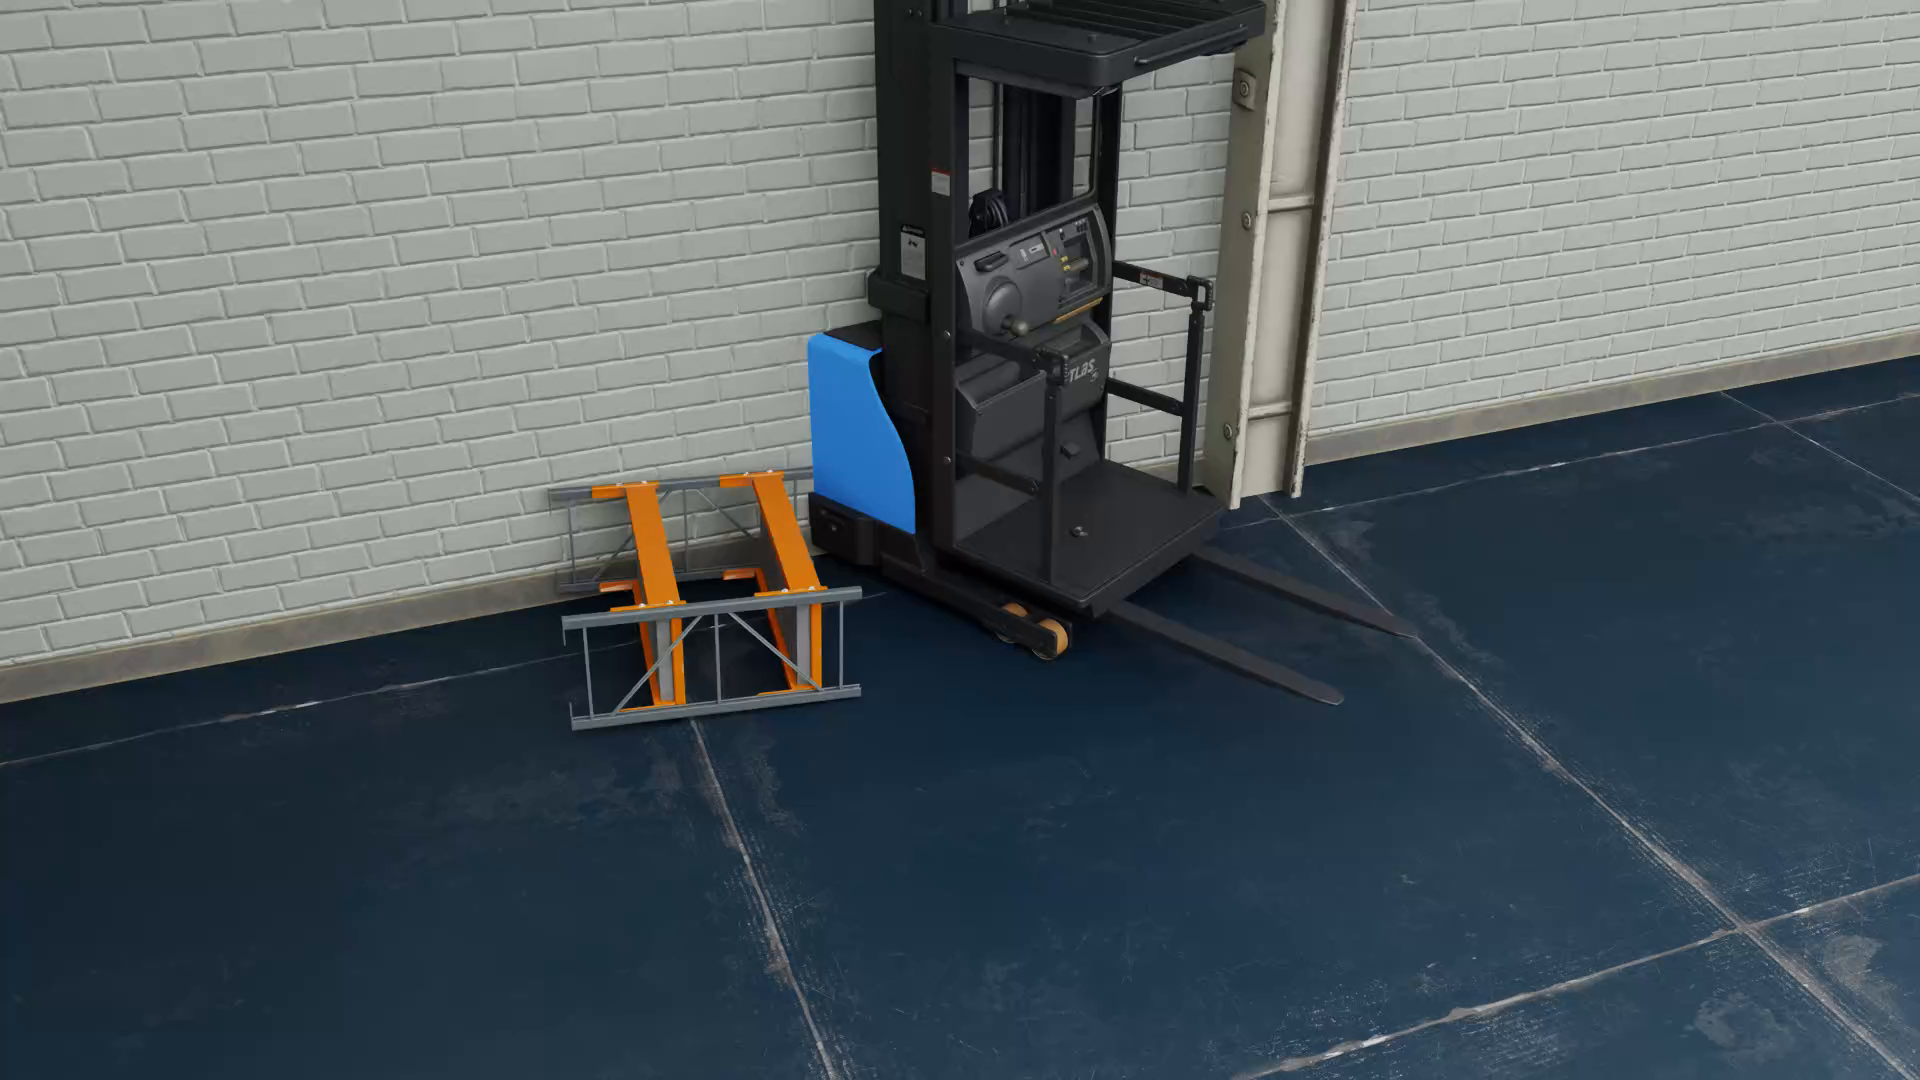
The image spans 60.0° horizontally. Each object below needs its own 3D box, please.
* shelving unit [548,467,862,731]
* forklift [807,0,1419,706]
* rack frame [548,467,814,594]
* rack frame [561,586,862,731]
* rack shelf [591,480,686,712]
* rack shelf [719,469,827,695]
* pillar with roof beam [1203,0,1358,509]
[{"bbox_3d":[-1.063,0.205,6.801,1.125,0.538,1.048,-6,31,-14],"label":"shelving unit"},{"bbox_3d":[0.474,-1.074,6.674,3.031,2.935,1.130,23,37,34],"label":"forklift"},{"bbox_3d":[-1.194,-0.042,7.226,1.125,0.500,0.032,-6,31,-14],"label":"rack frame"},{"bbox_3d":[-0.932,0.452,6.376,1.125,0.500,0.032,-6,31,-14],"label":"rack frame"},{"bbox_3d":[-1.299,0.228,6.742,0.278,0.538,1.000,-6,31,-14],"label":"rack shelf"},{"bbox_3d":[-0.780,0.178,6.872,0.278,0.538,1.000,-6,31,-14],"label":"rack shelf"},{"bbox_3d":[2.932,-2.165,2.460,0.400,9.000,9.100,-10,31,-18],"label":"pillar with roof beam"}]
